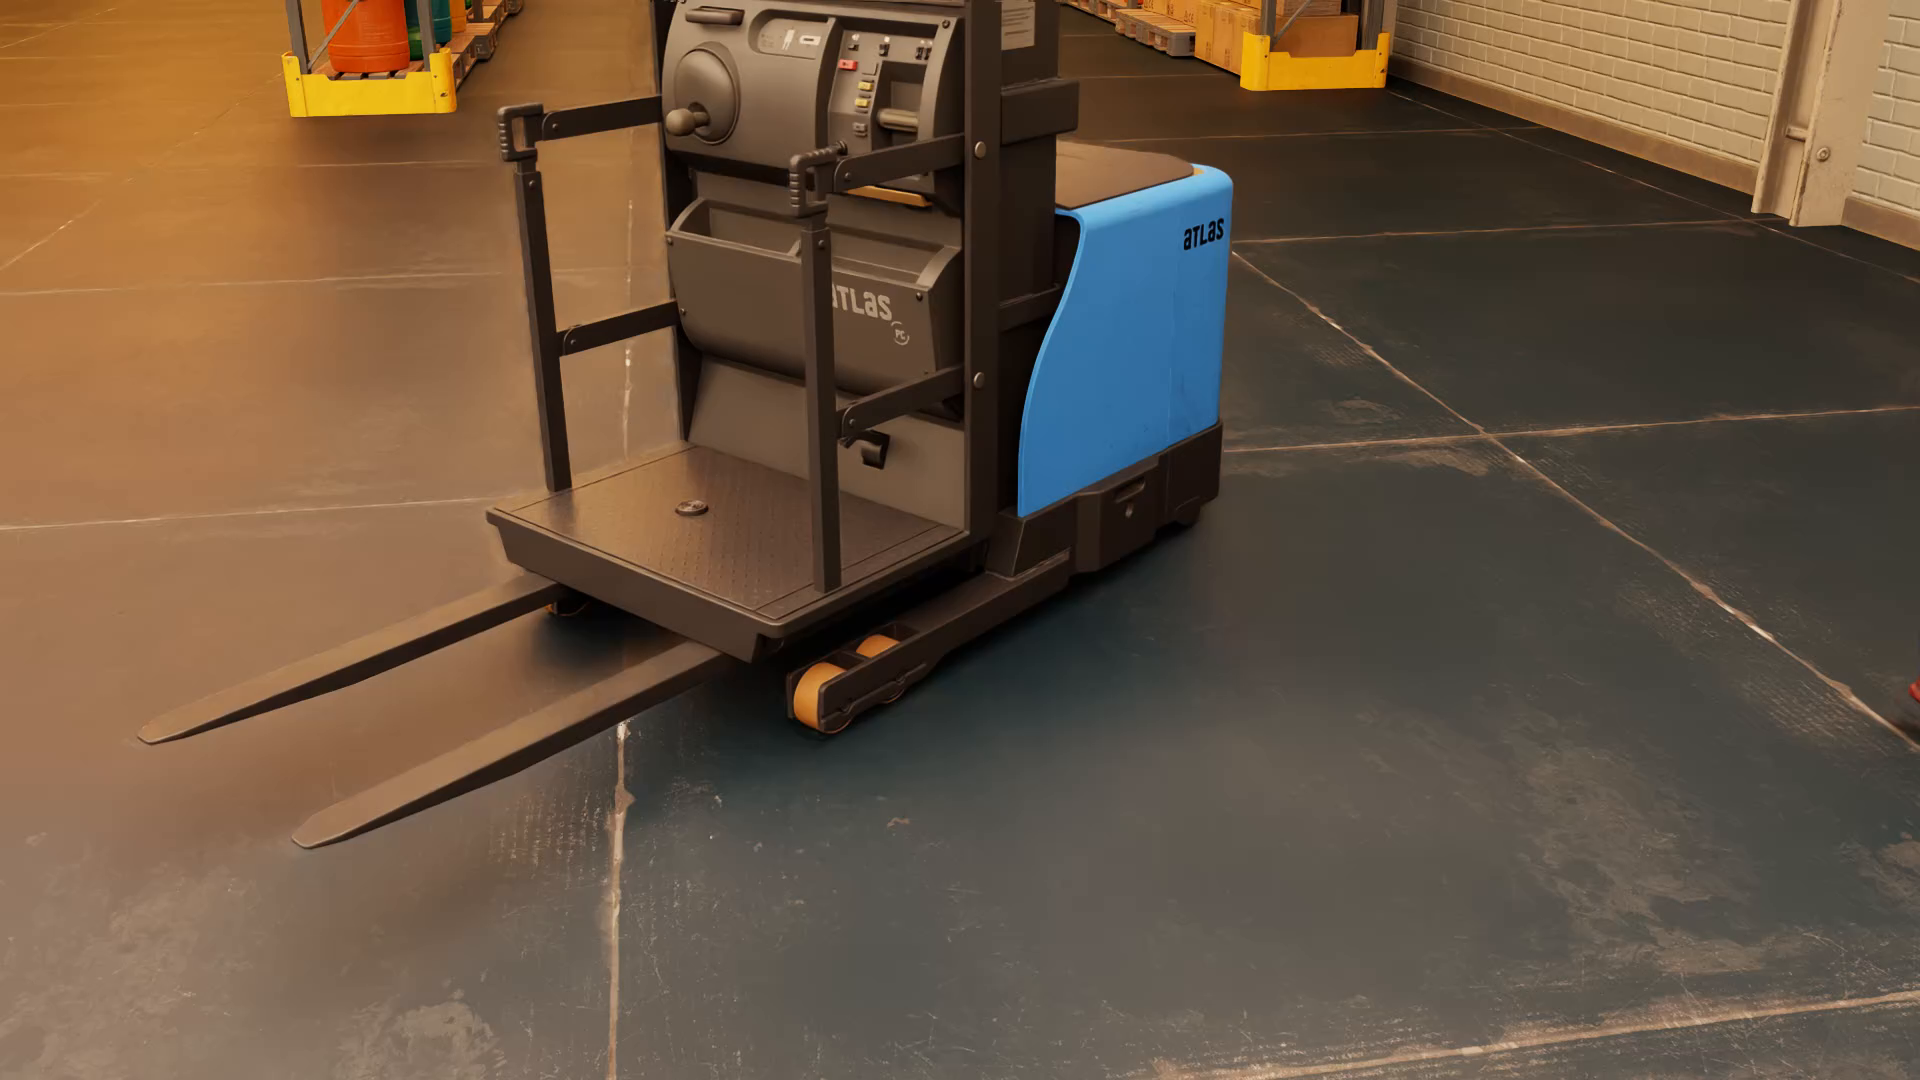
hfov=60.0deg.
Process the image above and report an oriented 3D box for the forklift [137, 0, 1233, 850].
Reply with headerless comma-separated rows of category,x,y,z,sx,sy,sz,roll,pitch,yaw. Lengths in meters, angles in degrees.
forklift,-0.519,-1.108,3.895,1.130,2.935,3.031,18,29,36
